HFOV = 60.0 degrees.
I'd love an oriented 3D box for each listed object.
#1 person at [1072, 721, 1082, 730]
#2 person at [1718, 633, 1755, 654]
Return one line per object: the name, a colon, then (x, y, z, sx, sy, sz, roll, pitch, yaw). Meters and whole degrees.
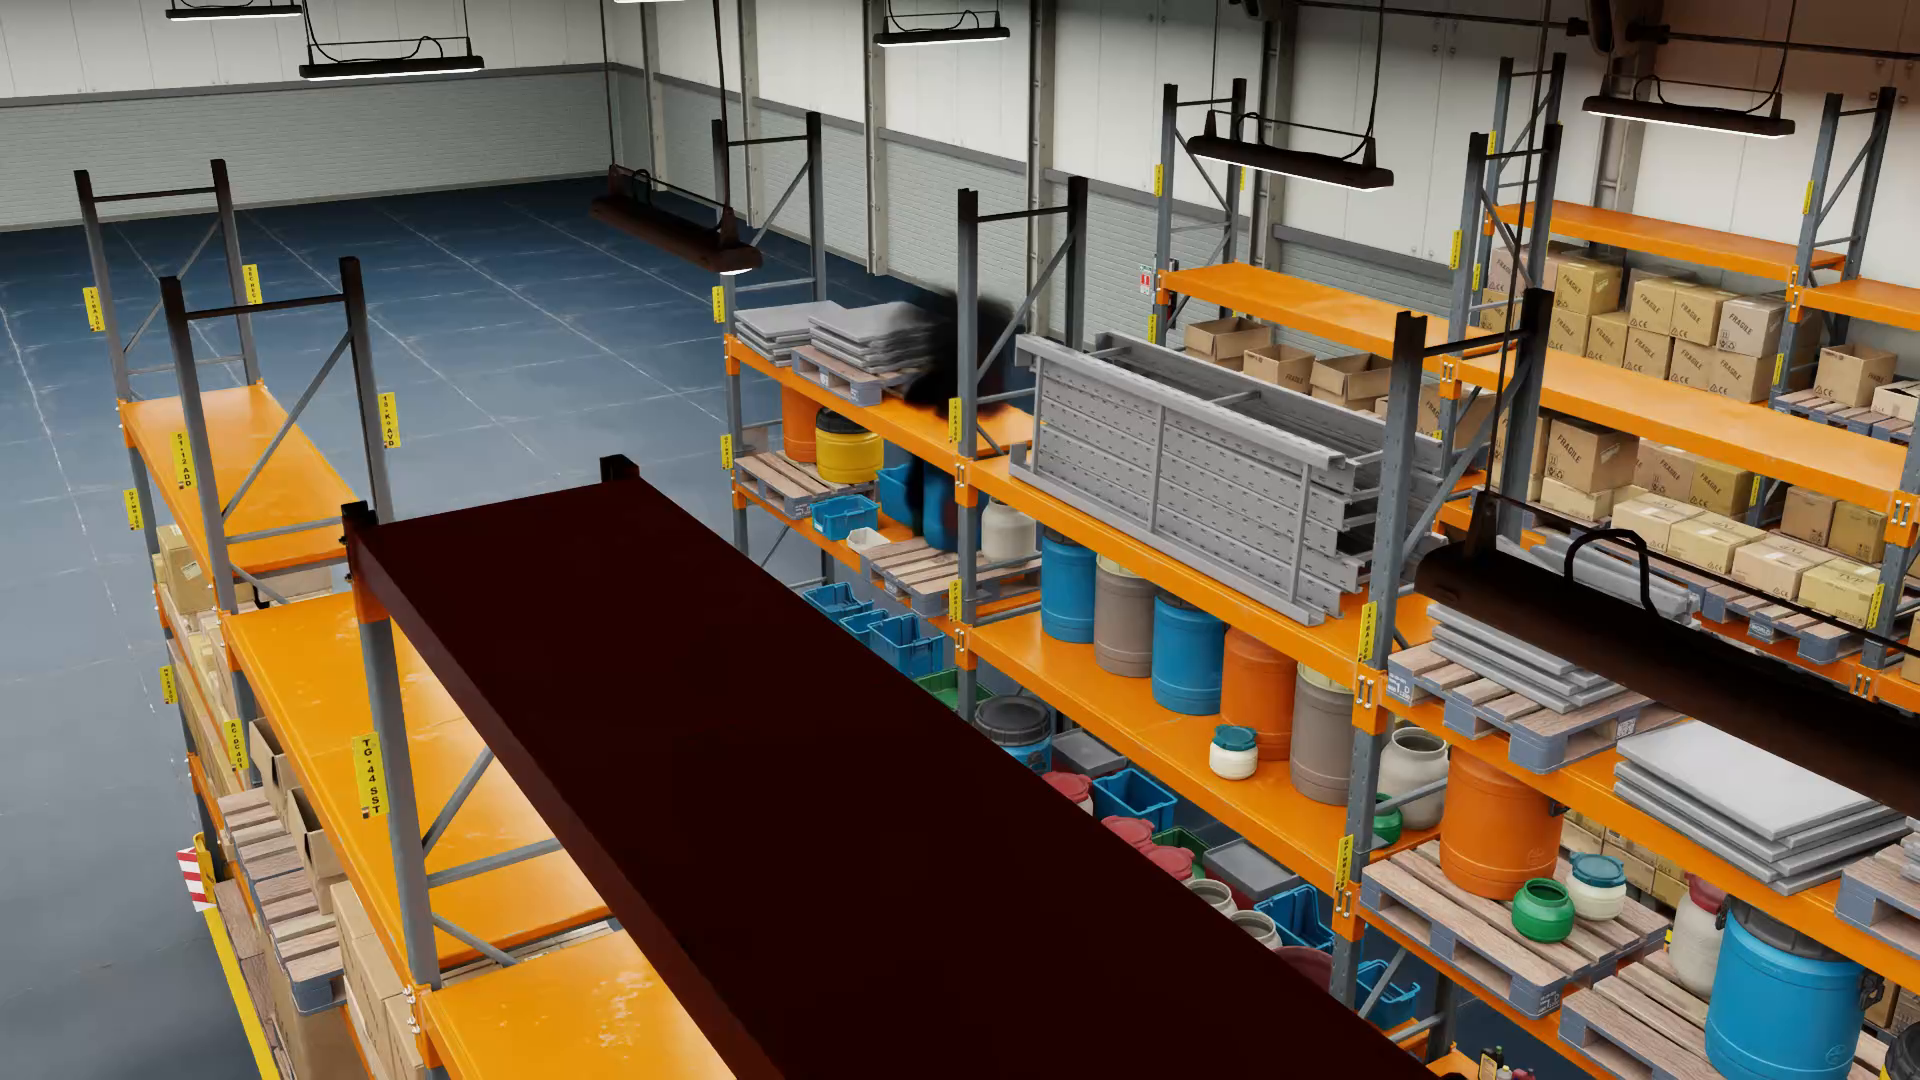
person: (1.223, 1.373, 15.851, 0.881, 1.596, 0.741, 17, 28, 36)
person: (7.499, 1.146, 16.174, 0.655, 1.779, 0.849, -15, 27, -34)
